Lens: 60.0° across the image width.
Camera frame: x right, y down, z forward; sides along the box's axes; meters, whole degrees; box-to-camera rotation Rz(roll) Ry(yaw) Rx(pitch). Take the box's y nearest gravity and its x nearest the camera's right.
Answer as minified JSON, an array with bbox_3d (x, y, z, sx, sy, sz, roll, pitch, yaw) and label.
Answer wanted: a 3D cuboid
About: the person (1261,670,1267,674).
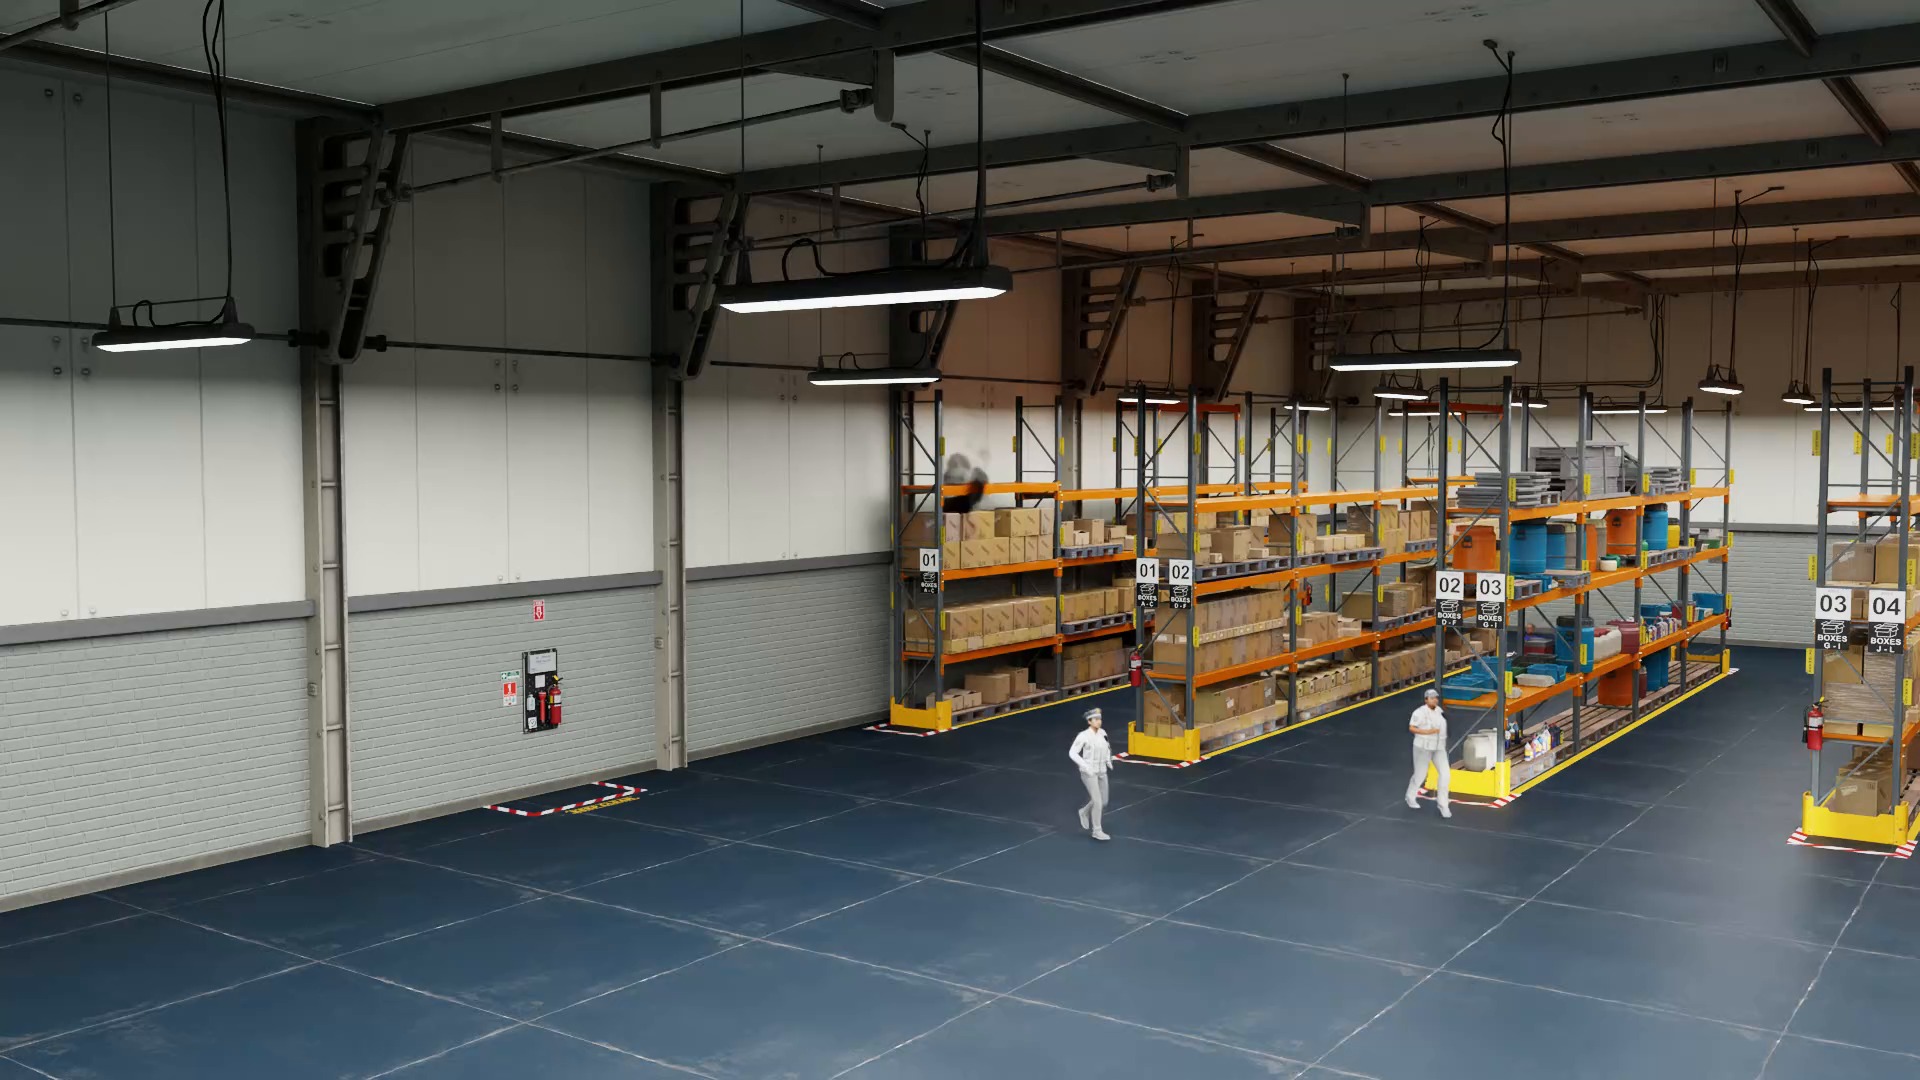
[{"bbox_3d":[6.483,2.151,35.630,0.566,1.684,0.956,2,4,25],"label":"person"}]

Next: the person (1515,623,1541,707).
[{"bbox_3d":[10.854,2.394,31.806,0.560,1.617,0.592,2,4,30],"label":"person"}]

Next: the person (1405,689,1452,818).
[{"bbox_3d":[6.402,2.888,22.686,0.606,1.717,0.748,-1,3,-16],"label":"person"}]

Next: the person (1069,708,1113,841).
[{"bbox_3d":[1.710,2.972,21.269,0.632,1.664,0.590,-2,4,-36],"label":"person"}]
